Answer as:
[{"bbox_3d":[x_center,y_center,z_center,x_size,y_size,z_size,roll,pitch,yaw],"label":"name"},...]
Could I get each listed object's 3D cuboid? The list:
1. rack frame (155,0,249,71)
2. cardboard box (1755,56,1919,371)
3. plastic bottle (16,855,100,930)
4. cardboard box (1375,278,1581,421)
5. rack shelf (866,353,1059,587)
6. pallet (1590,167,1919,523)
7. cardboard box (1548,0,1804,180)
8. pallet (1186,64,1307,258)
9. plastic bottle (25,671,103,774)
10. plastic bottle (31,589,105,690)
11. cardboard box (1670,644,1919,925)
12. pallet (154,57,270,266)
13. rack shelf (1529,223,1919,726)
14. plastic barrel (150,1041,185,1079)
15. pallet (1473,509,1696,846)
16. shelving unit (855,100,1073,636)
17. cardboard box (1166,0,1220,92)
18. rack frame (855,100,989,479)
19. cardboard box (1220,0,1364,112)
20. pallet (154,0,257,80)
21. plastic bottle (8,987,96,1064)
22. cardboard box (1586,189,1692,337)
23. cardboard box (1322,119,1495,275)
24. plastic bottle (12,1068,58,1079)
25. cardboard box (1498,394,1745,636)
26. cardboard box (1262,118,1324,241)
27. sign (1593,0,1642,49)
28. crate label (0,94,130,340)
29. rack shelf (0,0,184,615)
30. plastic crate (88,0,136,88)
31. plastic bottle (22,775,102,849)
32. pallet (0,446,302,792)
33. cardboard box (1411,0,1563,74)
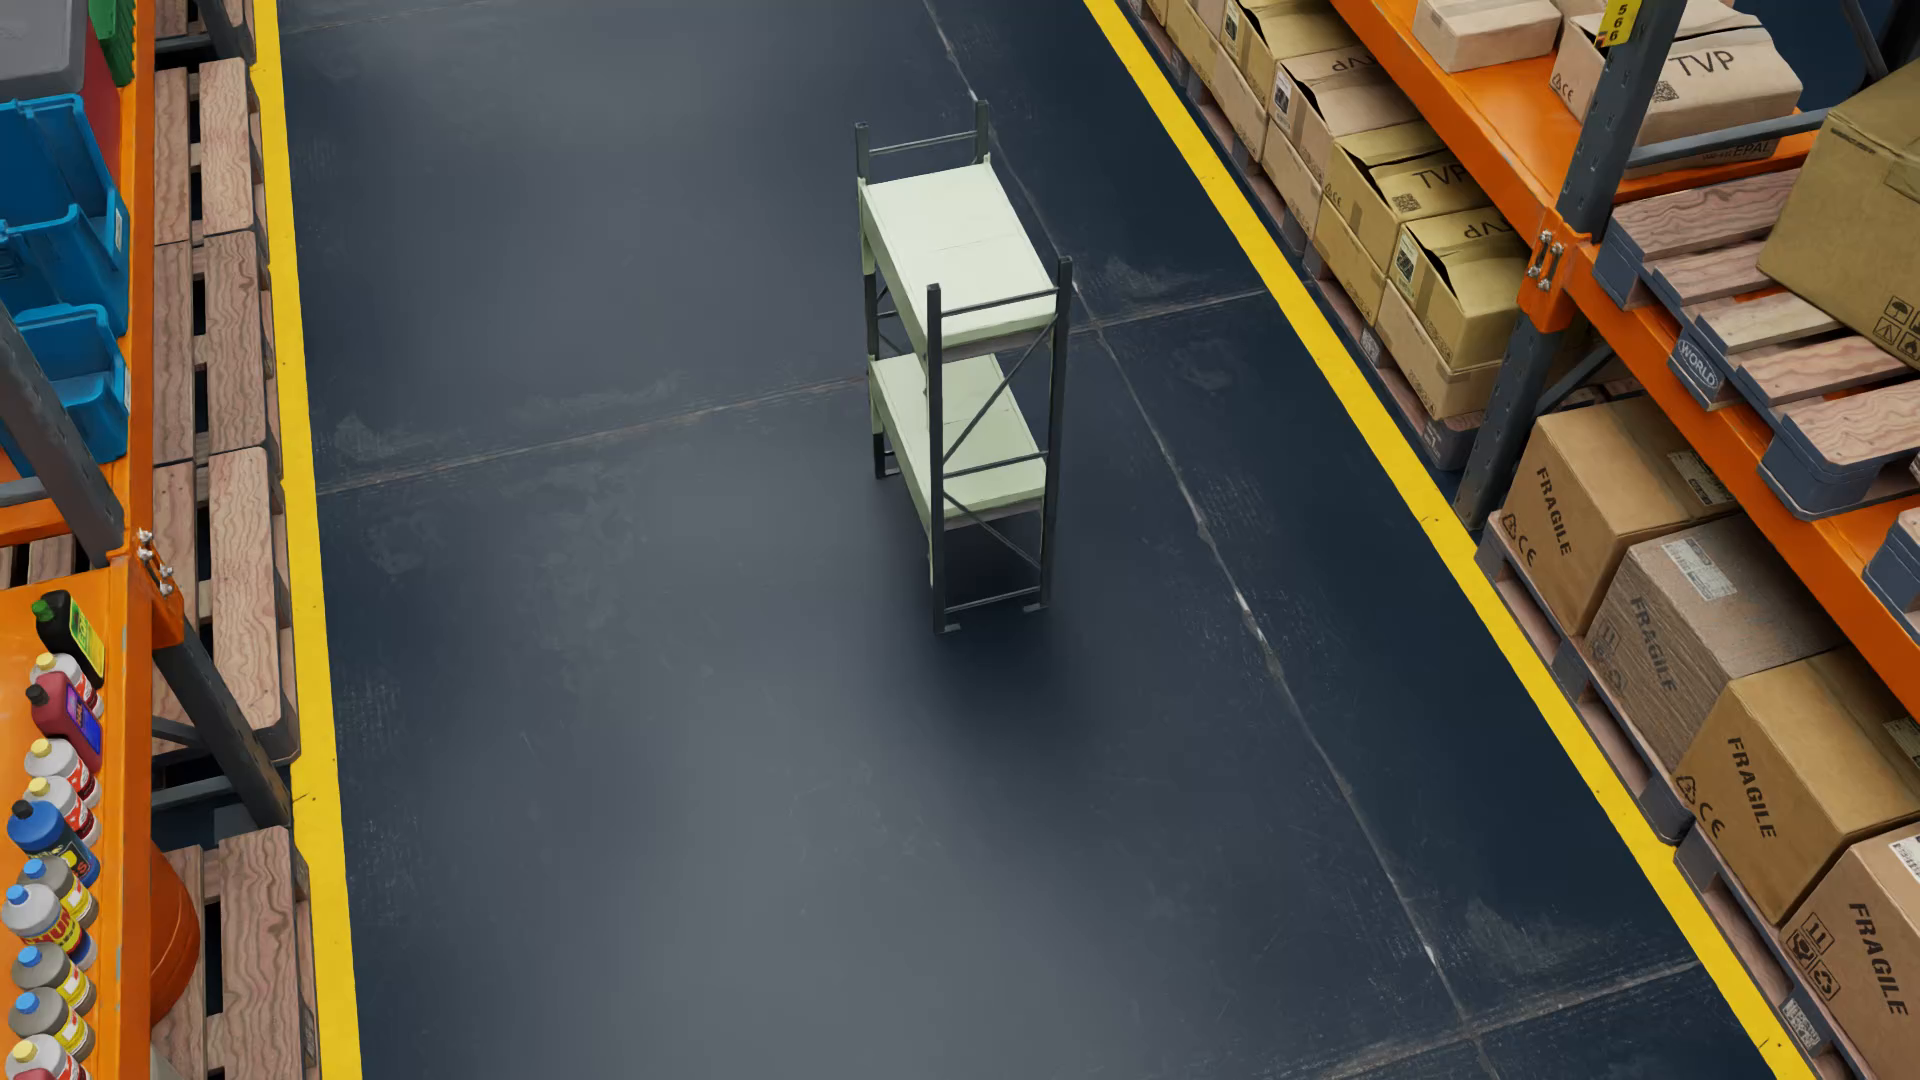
[{"bbox_3d":[-3.693,-2.953,6.277,1.000,3.000,0.127,-13,51,-11],"label":"rack frame"},{"bbox_3d":[2.516,-0.882,4.191,0.700,0.500,0.500,-30,56,-23],"label":"cardboard box"},{"bbox_3d":[-1.812,0.702,3.326,0.097,0.201,0.097,0,50,0],"label":"plastic bottle"},{"bbox_3d":[1.834,-0.727,5.924,0.500,0.250,0.500,-12,51,-10],"label":"cardboard box"},{"bbox_3d":[-0.002,-0.278,5.430,0.431,0.370,0.720,-13,51,-11],"label":"rack shelf"},{"bbox_3d":[2.490,-0.607,4.426,1.213,0.211,1.003,-13,51,-11],"label":"pallet"},{"bbox_3d":[2.157,-1.395,5.023,0.500,0.311,0.500,-10,51,-9],"label":"cardboard box"},{"bbox_3d":[1.659,-1.749,7.087,1.003,0.211,1.213,-13,51,-11],"label":"pallet"},{"bbox_3d":[-1.915,0.374,3.549,0.061,0.283,0.133,-13,51,-11],"label":"plastic bottle"},{"bbox_3d":[-1.983,0.205,3.691,0.061,0.283,0.133,-13,51,-11],"label":"plastic bottle"},{"bbox_3d":[2.388,0.661,4.578,0.500,0.500,0.500,-14,51,-11],"label":"cardboard box"},{"bbox_3d":[-3.424,-1.489,6.867,1.003,0.211,1.213,-13,51,-11],"label":"pallet"},{"bbox_3d":[2.814,0.544,3.800,1.077,0.370,4.000,-13,51,-11],"label":"rack shelf"},{"bbox_3d":[-2.097,1.381,3.976,0.421,0.512,0.421,0,50,0],"label":"plastic barrel"},{"bbox_3d":[2.407,0.304,5.356,1.003,0.211,1.213,-13,51,-11],"label":"pallet"},{"bbox_3d":[-0.002,-0.488,5.181,0.431,1.500,0.755,-13,51,-11],"label":"shelving unit"},{"bbox_3d":[1.228,-2.217,7.181,0.500,0.250,0.500,-15,51,-12],"label":"cardboard box"},{"bbox_3d":[-0.110,-0.756,5.406,0.400,1.500,0.023,-13,51,-11],"label":"rack frame"},{"bbox_3d":[1.380,-2.019,6.647,0.500,0.311,0.500,-12,51,-10],"label":"cardboard box"},{"bbox_3d":[-3.852,-2.554,7.765,1.003,0.211,1.213,-13,51,-11],"label":"pallet"},{"bbox_3d":[-1.726,0.915,3.146,0.097,0.201,0.097,0,50,0],"label":"plastic bottle"},{"bbox_3d":[2.348,-1.027,5.811,0.500,0.311,0.500,-12,51,-10],"label":"cardboard box"},{"bbox_3d":[1.672,-1.283,6.027,0.500,0.311,0.500,-14,51,-12],"label":"cardboard box"},{"bbox_3d":[-1.645,1.040,2.988,0.061,0.283,0.133,-13,51,-11],"label":"plastic bottle"},{"bbox_3d":[2.084,-0.087,5.209,0.500,0.500,0.500,-11,51,-9],"label":"cardboard box"},{"bbox_3d":[1.532,-1.470,6.551,0.500,0.250,0.500,-12,51,-10],"label":"cardboard box"},{"bbox_3d":[1.693,-1.394,4.206,0.100,0.325,0.005,-13,51,-11],"label":"sign"},{"bbox_3d":[-2.546,-0.829,4.464,0.502,0.435,0.616,-13,51,-11],"label":"crate label"},{"bbox_3d":[-3.102,-1.260,5.321,1.077,0.370,4.000,-13,51,-11],"label":"rack shelf"},{"bbox_3d":[-2.909,-1.676,5.340,0.450,0.188,0.662,-13,51,-11],"label":"plastic crate"},{"bbox_3d":[-1.870,0.560,3.446,0.097,0.201,0.097,0,50,0],"label":"plastic bottle"},{"bbox_3d":[-2.703,0.293,5.365,1.003,0.211,1.213,-13,51,-11],"label":"pallet"},{"bbox_3d":[1.692,-1.662,5.353,0.380,0.149,0.250,-13,51,-11],"label":"cardboard box"}]
